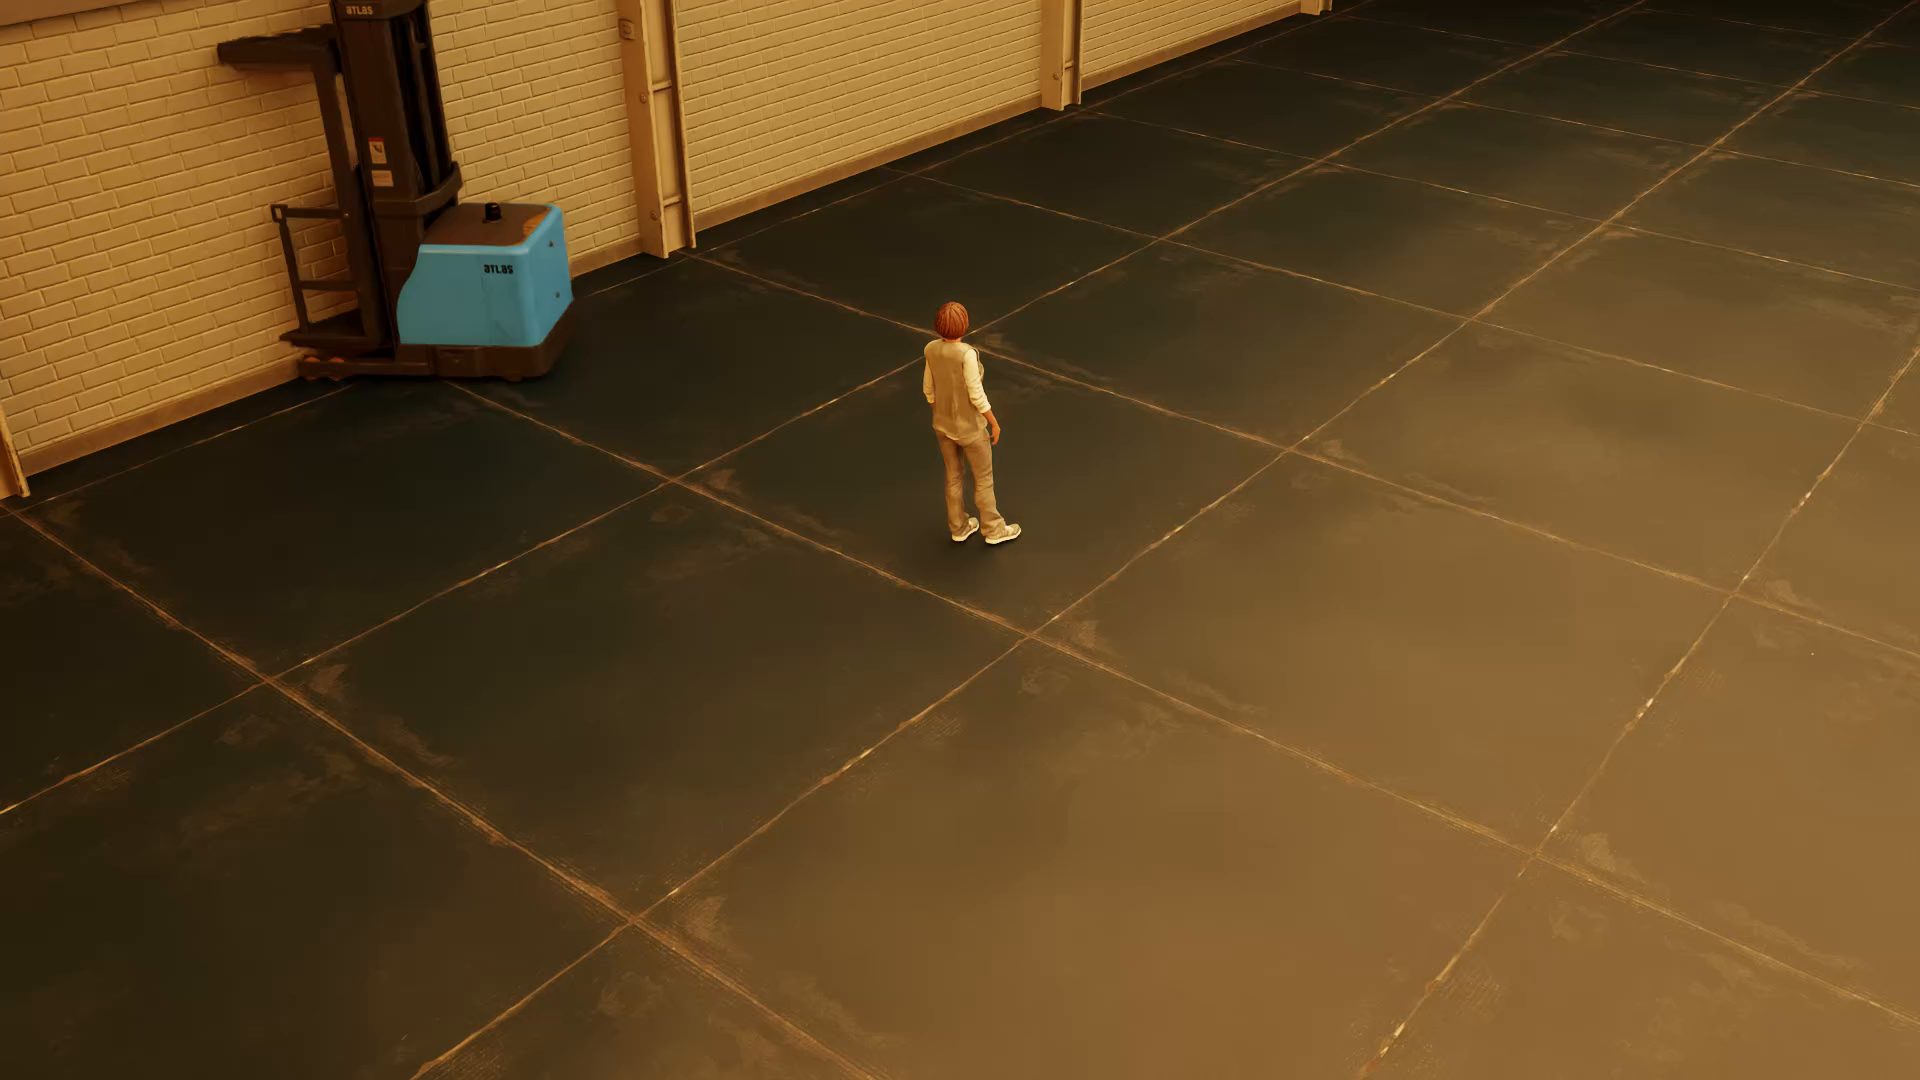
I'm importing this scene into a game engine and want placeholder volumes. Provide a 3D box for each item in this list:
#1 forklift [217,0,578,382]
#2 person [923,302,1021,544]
[{"bbox_3d":[-4.583,-2.734,12.275,3.031,2.935,1.130,2,30,3],"label":"forklift"},{"bbox_3d":[0.057,-0.720,10.135,0.520,1.597,0.475,22,37,33],"label":"person"}]
